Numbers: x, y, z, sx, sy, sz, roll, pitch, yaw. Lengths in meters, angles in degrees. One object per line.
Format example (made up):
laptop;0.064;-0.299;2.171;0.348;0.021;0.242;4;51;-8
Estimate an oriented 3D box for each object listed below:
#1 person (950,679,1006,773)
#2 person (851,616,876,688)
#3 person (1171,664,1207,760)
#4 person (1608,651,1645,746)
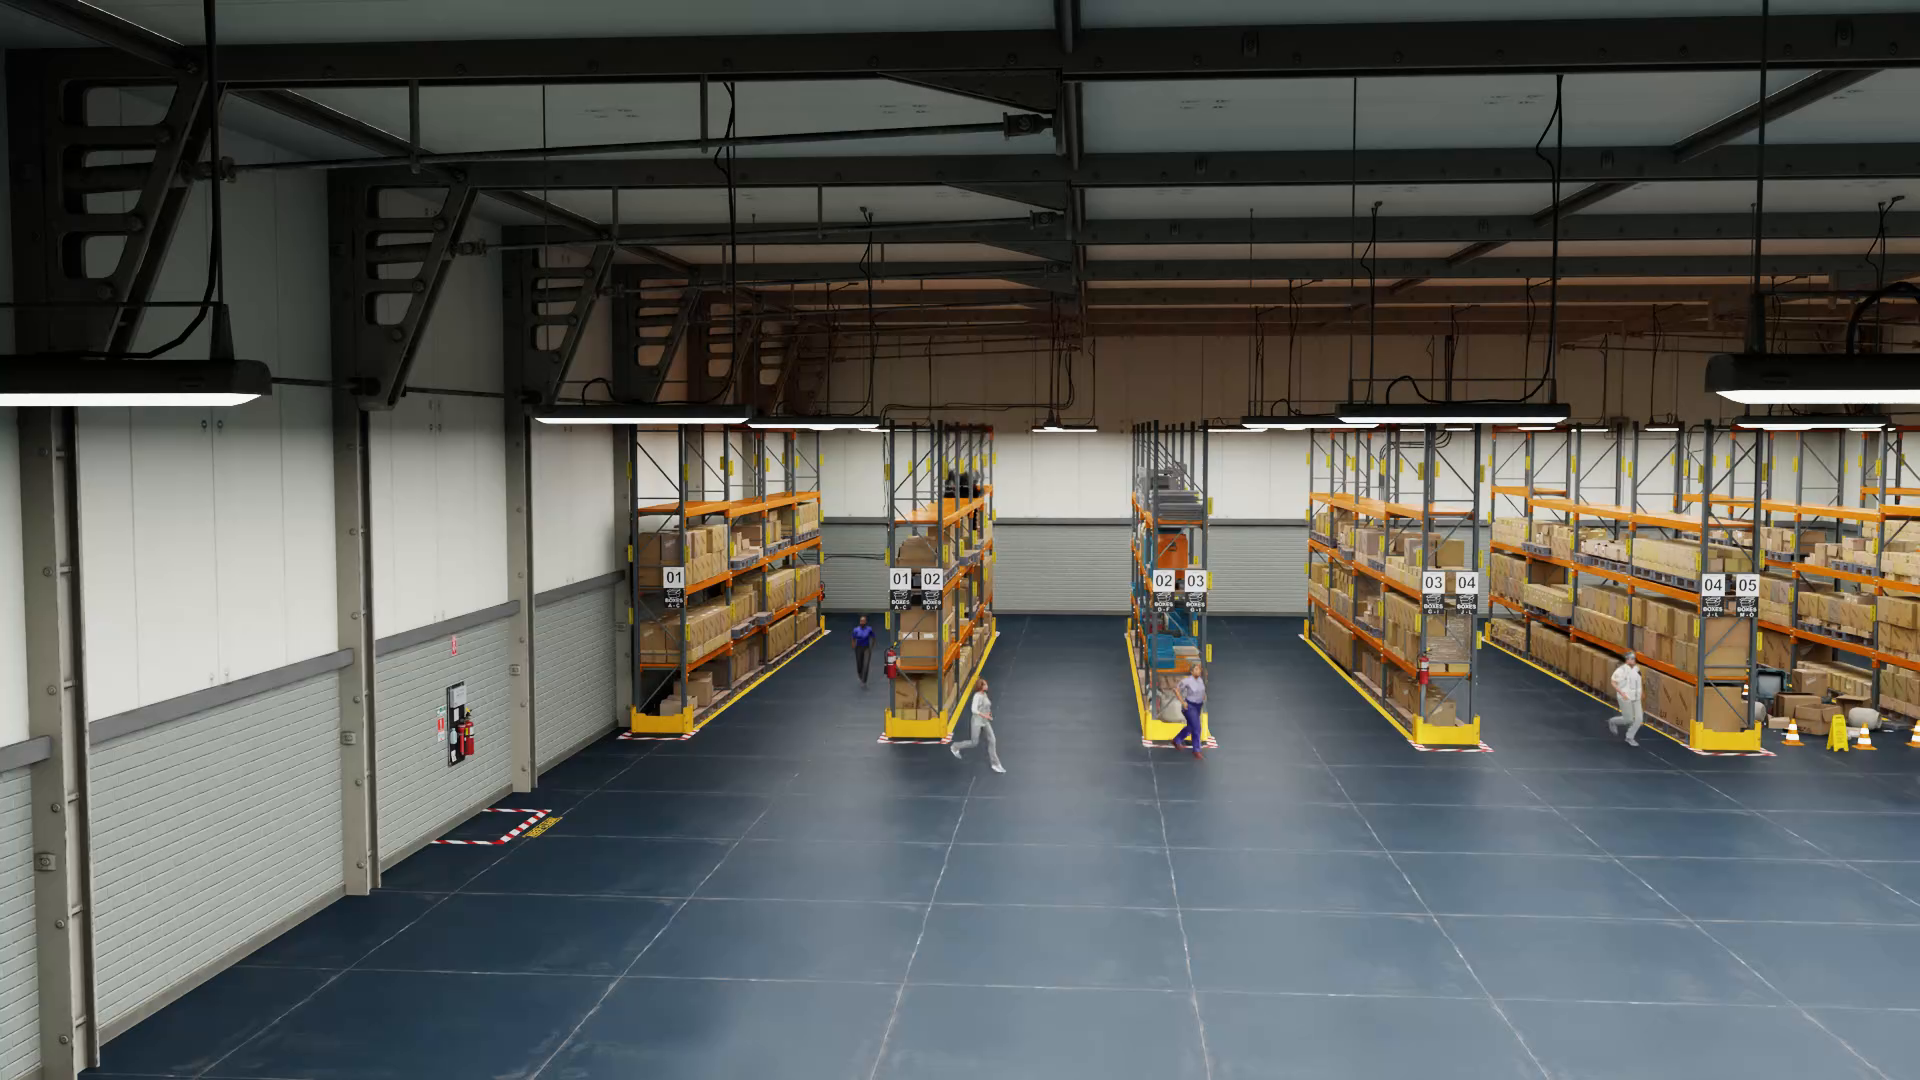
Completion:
person;0.304;3.151;28.323;1.023;1.590;0.513;2;4;30
person;-2.197;2.525;37.936;0.562;1.613;0.687;0;4;-2
person;4.106;3.042;29.582;0.782;1.702;0.590;3;5;41
person;12.393;2.915;30.895;0.672;1.760;0.644;-1;4;-20
